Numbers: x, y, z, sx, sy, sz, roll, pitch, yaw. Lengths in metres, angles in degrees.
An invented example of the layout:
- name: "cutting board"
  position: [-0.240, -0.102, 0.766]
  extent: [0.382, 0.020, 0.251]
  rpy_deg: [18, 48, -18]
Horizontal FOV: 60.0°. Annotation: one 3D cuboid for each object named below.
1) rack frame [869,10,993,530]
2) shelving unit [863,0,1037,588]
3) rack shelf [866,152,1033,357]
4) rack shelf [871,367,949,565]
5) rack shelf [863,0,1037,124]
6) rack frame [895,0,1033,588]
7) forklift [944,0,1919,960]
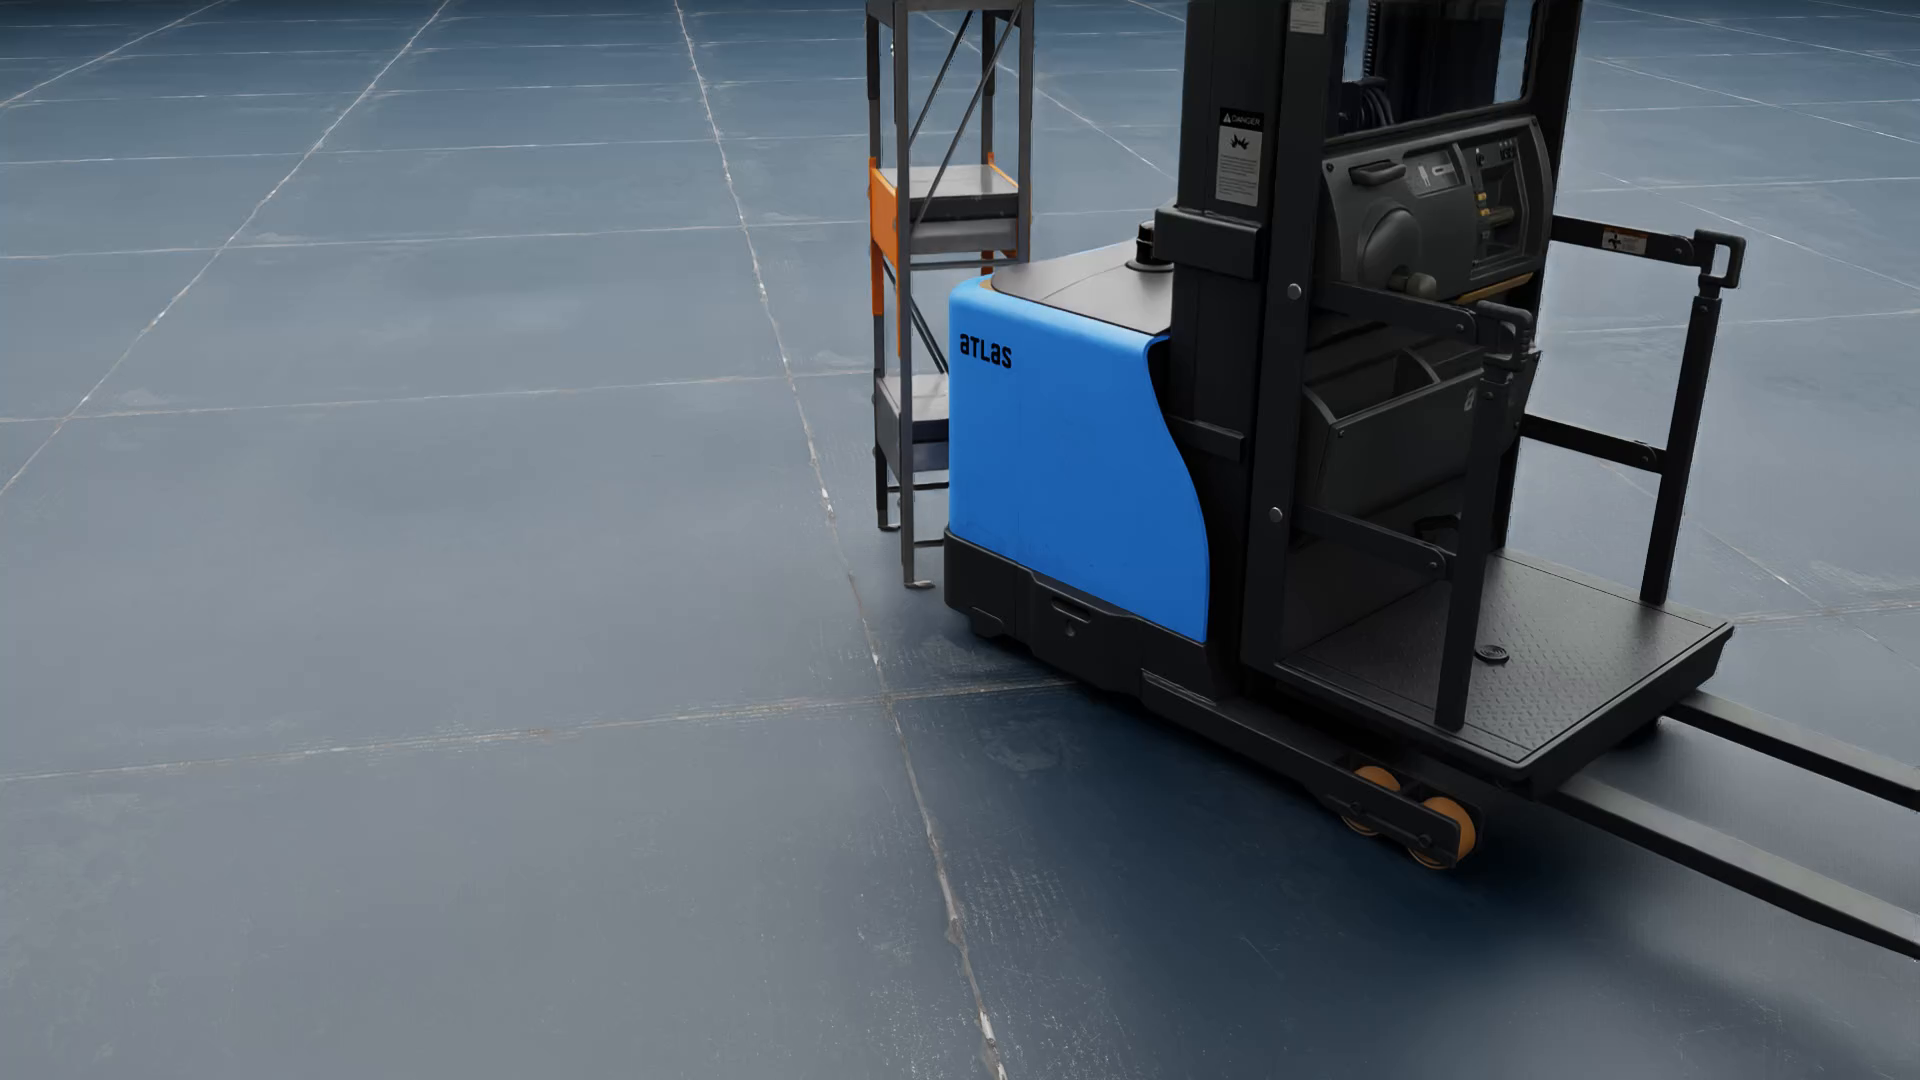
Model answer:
- name: "rack frame"
  position: [-0.092, -1.018, 5.457]
  extent: [0.400, 2.100, 0.015]
  rpy_deg: [-5, 24, -11]
- name: "shelving unit"
  position: [-0.040, -0.922, 5.238]
  extent: [0.431, 2.100, 0.503]
  rpy_deg: [-5, 24, -11]
- name: "rack shelf"
  position: [-0.040, -0.910, 5.244]
  extent: [0.431, 0.518, 0.480]
  rpy_deg: [-5, 24, -11]
- name: "rack shelf"
  position: [-0.040, -0.268, 5.524]
  extent: [0.431, 0.518, 0.480]
  rpy_deg: [-5, 24, -11]
- name: "rack shelf"
  position: [-0.040, -1.551, 4.963]
  extent: [0.431, 0.518, 0.480]
  rpy_deg: [-5, 24, -11]
- name: "rack frame"
  position: [0.013, -0.827, 5.020]
  extent: [0.400, 2.100, 0.015]
  rpy_deg: [-5, 24, -11]
- name: "forklift"
  position: [1.317, -0.792, 3.902]
  extent: [1.130, 2.935, 3.031]
  rpy_deg: [-20, 31, -38]
